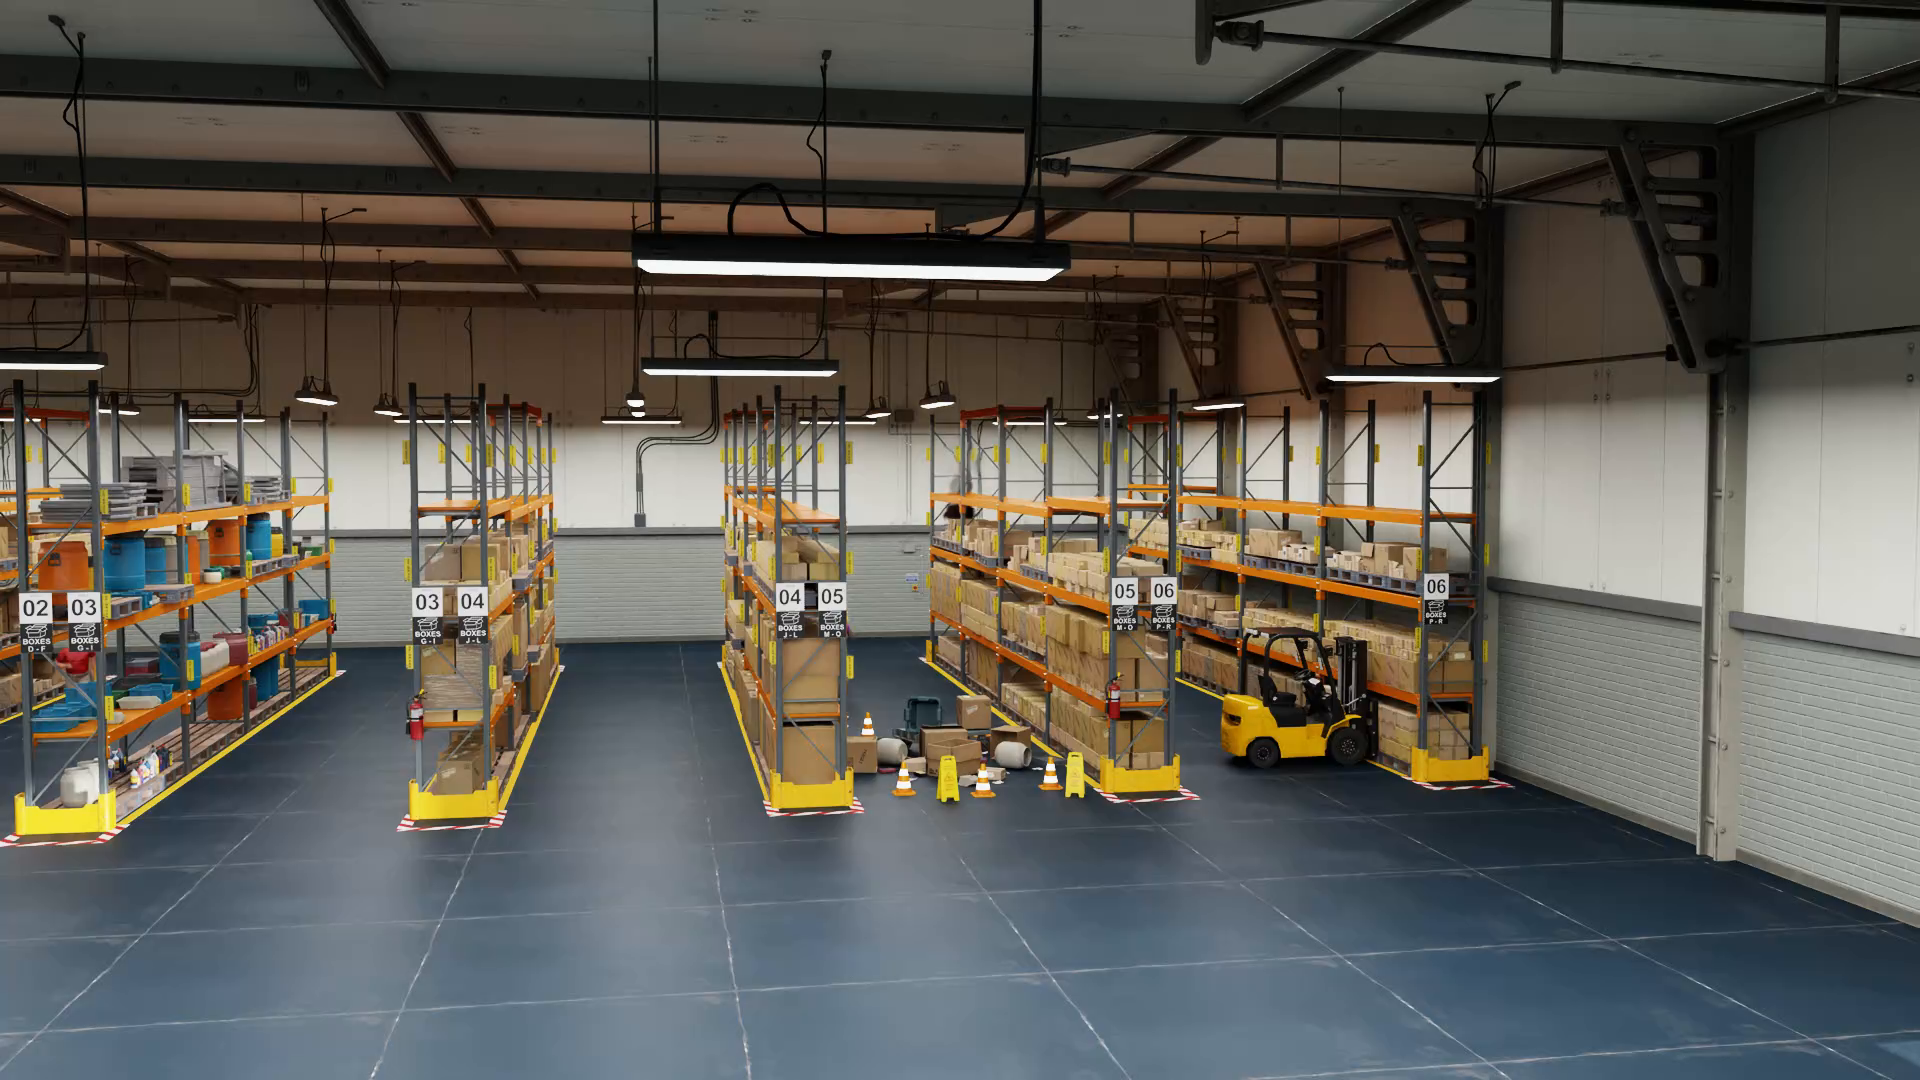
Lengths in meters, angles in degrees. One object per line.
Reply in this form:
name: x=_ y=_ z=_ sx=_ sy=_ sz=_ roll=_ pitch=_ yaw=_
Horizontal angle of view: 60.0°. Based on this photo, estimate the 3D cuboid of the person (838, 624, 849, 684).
person: x=-2.725 y=2.253 z=36.130 sx=0.631 sy=1.734 sz=0.837 roll=0 pitch=3 yaw=-7

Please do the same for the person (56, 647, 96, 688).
person: x=-16.180 y=2.598 z=30.450 sx=0.644 sy=1.788 sz=0.826 roll=-1 pitch=3 yaw=-24
